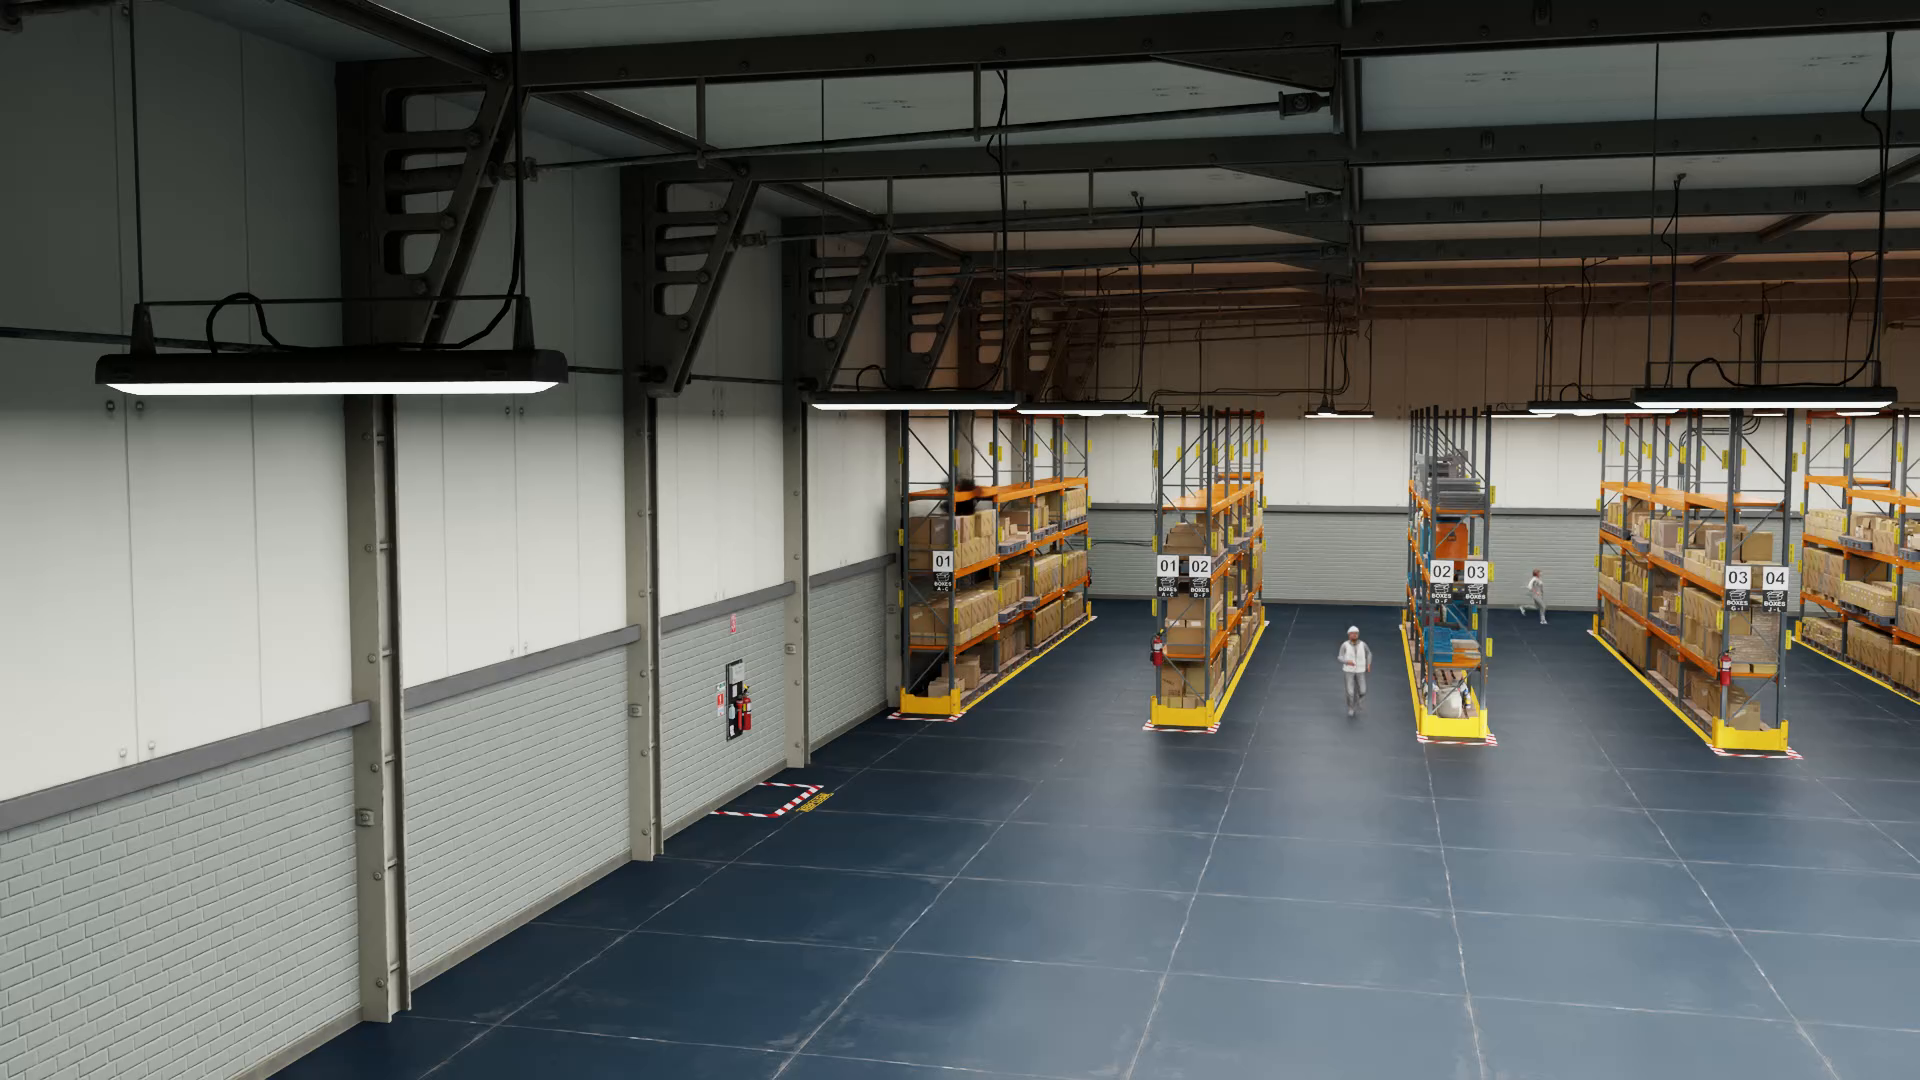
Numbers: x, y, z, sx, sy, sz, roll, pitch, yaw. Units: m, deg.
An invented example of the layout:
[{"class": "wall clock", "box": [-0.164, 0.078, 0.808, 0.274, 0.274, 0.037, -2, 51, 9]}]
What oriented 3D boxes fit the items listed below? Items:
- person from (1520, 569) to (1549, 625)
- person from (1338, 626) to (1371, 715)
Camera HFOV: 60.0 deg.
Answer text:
[{"class": "person", "box": [16.236, 1.604, 46.976, 0.853, 1.562, 0.530, 3, 5, 32]}, {"class": "person", "box": [7.686, 2.552, 32.303, 0.669, 1.736, 0.591, 0, 4, 4]}]
